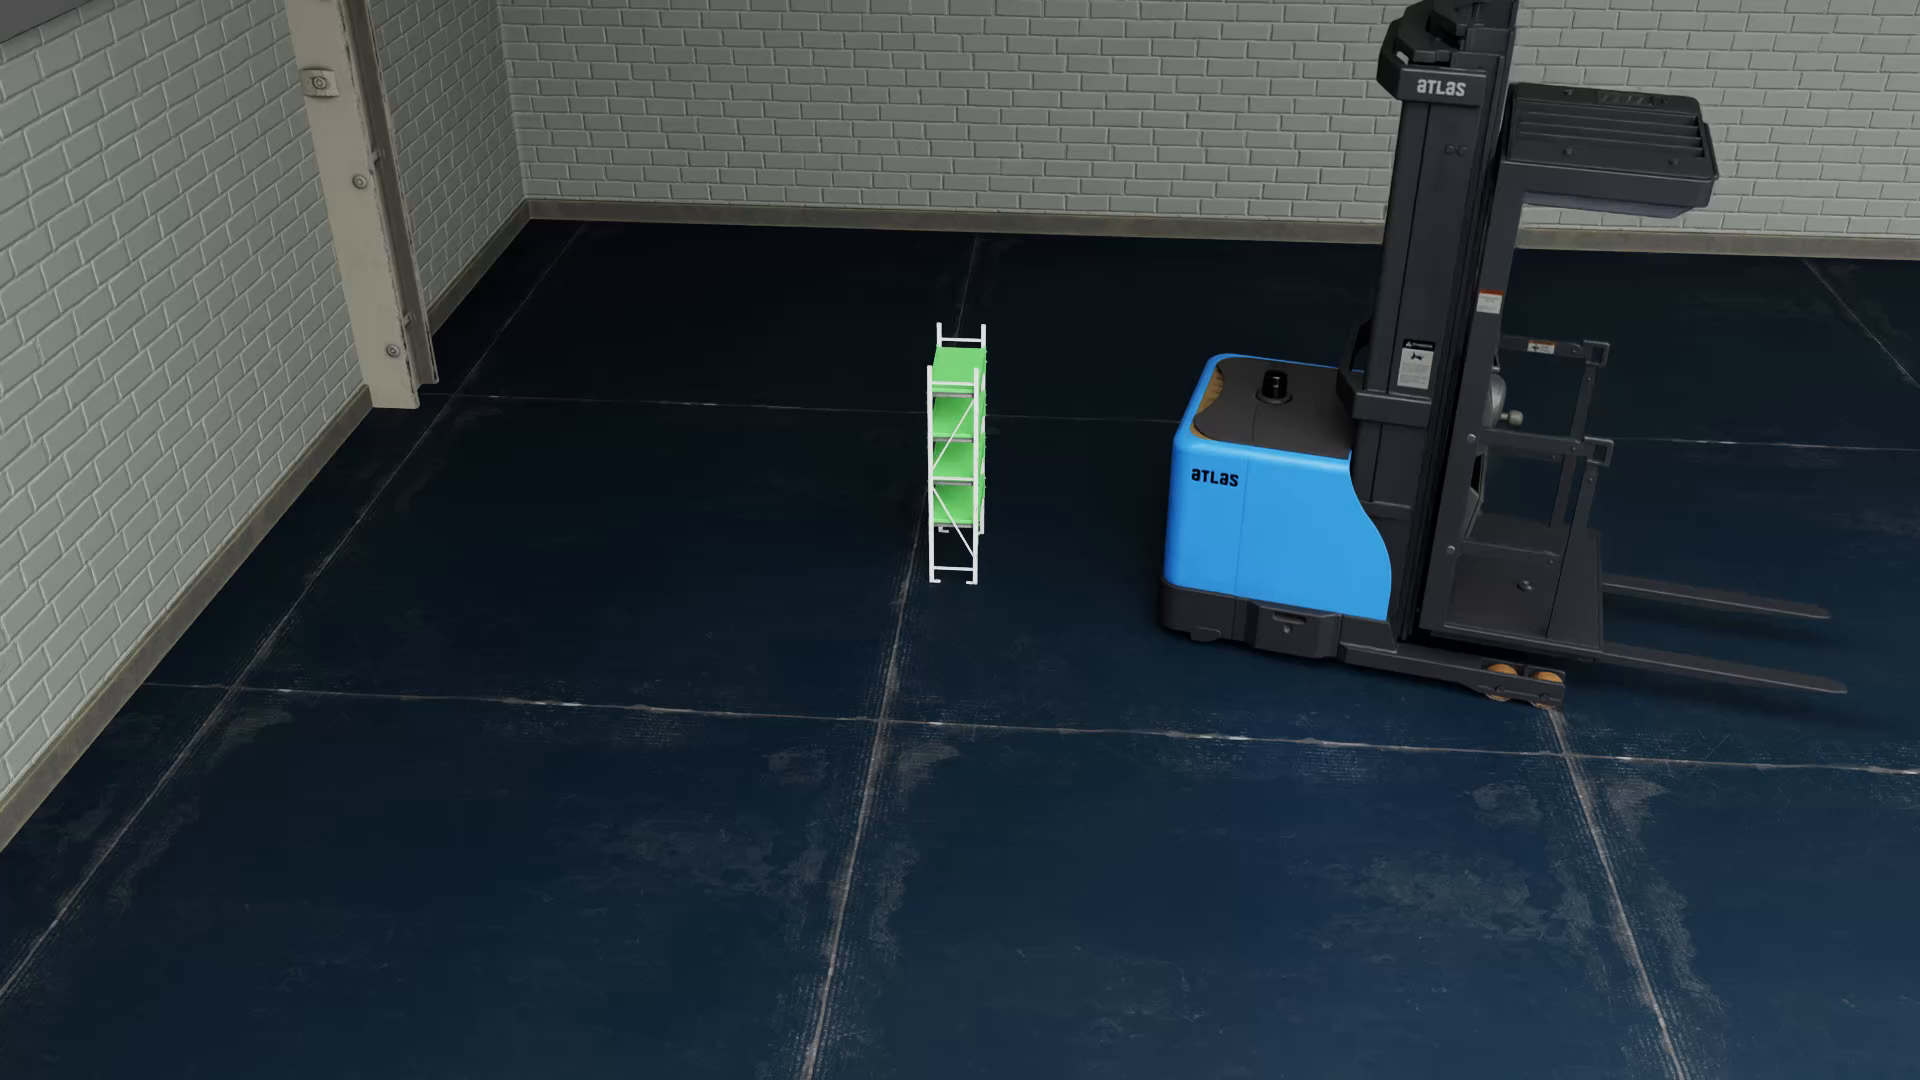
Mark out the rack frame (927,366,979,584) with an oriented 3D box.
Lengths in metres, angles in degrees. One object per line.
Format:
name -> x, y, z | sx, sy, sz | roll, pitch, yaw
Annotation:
rack frame -> -0.033, -0.297, 8.088 | 0.240, 1.200, 0.015 | 2, 32, 4

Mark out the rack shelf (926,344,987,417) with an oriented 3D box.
rack shelf -> -0.013, -0.778, 8.076 | 0.258, 0.148, 0.480 | 2, 32, 4

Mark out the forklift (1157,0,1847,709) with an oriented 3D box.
forklift -> 2.522, -0.798, 7.252 | 3.031, 2.935, 1.130 | 9, 33, 15

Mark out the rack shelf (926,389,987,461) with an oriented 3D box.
rack shelf -> -0.013, -0.574, 8.202 | 0.258, 0.148, 0.480 | 2, 32, 4

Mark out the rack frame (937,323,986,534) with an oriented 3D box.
rack frame -> 0.006, -0.552, 8.502 | 0.240, 1.200, 0.015 | 2, 32, 4

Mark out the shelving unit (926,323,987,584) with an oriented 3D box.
shelving unit -> -0.013, -0.424, 8.295 | 0.258, 1.200, 0.503 | 2, 32, 4

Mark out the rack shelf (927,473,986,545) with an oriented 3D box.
rack shelf -> -0.013, -0.166, 8.454 | 0.258, 0.148, 0.480 | 2, 32, 4

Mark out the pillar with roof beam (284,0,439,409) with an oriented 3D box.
pillar with roof beam -> 0.875, -4.549, 7.555 | 9.100, 9.000, 0.400 | 2, 32, 4

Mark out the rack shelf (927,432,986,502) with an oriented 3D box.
rack shelf -> -0.013, -0.370, 8.328 | 0.258, 0.148, 0.480 | 2, 32, 4
